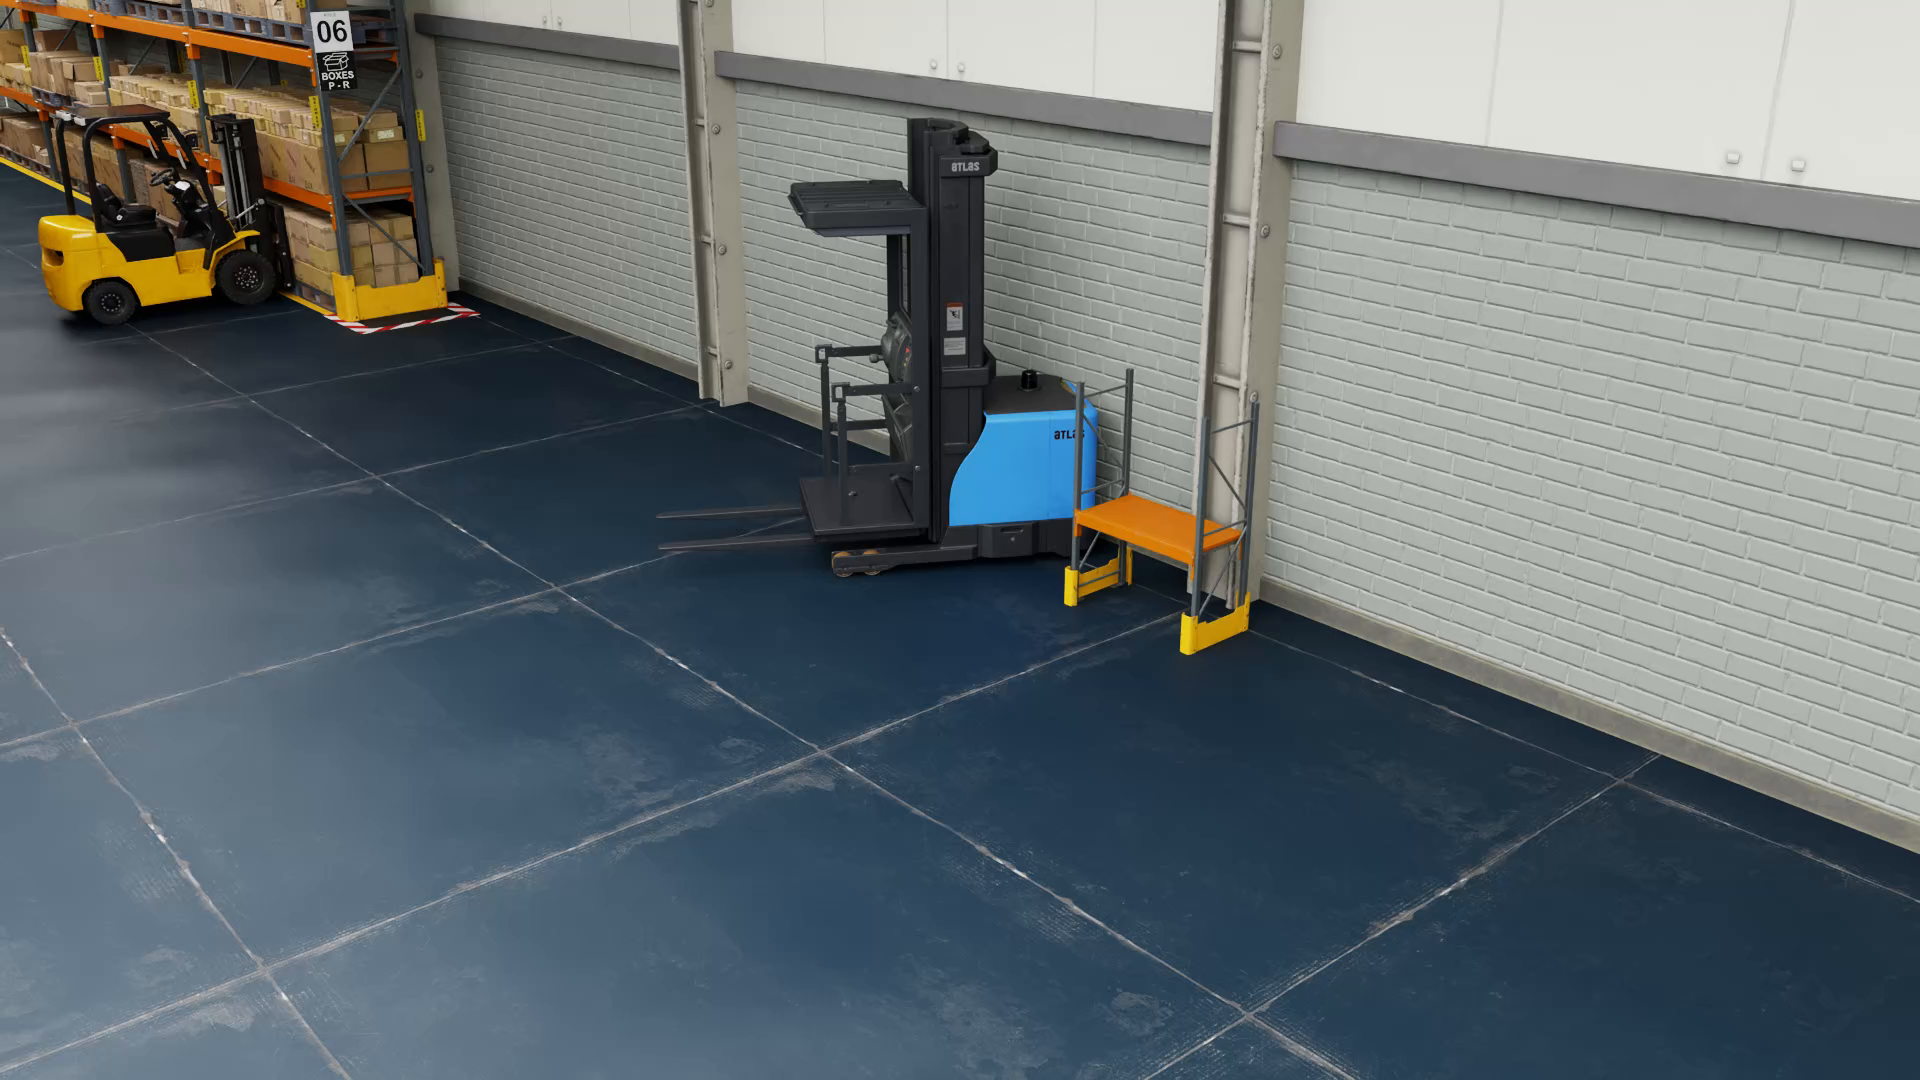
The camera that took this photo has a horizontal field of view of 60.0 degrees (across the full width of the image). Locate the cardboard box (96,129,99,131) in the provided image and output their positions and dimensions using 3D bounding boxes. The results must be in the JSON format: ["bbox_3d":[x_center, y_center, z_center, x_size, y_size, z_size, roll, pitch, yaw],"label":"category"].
[{"bbox_3d":[-13.503,-6.488,26.398,0.380,0.149,0.250,-17,27,-37],"label":"cardboard box"}]

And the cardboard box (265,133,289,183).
[{"bbox_3d":[-7.491,-4.350,18.841,0.500,0.500,0.500,-18,28,-38],"label":"cardboard box"}]

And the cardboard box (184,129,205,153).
[{"bbox_3d":[-9.443,-5.056,20.984,0.500,0.250,0.500,-17,27,-36],"label":"cardboard box"}]

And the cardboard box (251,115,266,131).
[{"bbox_3d":[-7.913,-4.814,19.137,0.380,0.149,0.250,-18,28,-38],"label":"cardboard box"}]

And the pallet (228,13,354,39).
[{"bbox_3d":[-7.547,-5.838,18.784,1.003,0.211,1.213,-17,27,-37],"label":"pallet"}]

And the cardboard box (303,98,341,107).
[{"bbox_3d":[-7.350,-5.008,19.223,0.380,0.149,0.250,-17,27,-37],"label":"cardboard box"}]

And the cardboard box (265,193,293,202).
[{"bbox_3d":[-8.178,-3.943,19.760,0.500,0.250,0.500,-16,27,-36],"label":"cardboard box"}]

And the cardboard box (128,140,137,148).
[{"bbox_3d":[-12.322,-5.993,25.134,0.380,0.149,0.250,-18,28,-39],"label":"cardboard box"}]

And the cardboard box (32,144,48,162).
[{"bbox_3d":[-14.957,-6.364,27.292,0.396,0.266,0.258,-16,27,-36],"label":"cardboard box"}]

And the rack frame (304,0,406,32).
[{"bbox_3d":[-6.305,-6.737,16.845,1.000,3.000,0.127,-17,27,-37],"label":"rack frame"}]

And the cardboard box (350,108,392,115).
[{"bbox_3d":[-6.488,-4.662,18.341,0.380,0.149,0.250,-16,27,-36],"label":"cardboard box"}]

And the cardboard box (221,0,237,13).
[{"bbox_3d":[-8.177,-6.142,18.912,0.396,0.266,0.258,-18,28,-39],"label":"cardboard box"}]

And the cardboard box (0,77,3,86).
[{"bbox_3d":[-15.939,-7.723,27.934,0.380,0.149,0.250,-18,28,-39],"label":"cardboard box"}]

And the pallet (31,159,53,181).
[{"bbox_3d":[-14.585,-6.150,27.397,1.003,0.211,1.213,-17,27,-37],"label":"pallet"}]

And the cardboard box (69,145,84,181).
[{"bbox_3d":[-13.315,-5.819,25.581,0.500,0.500,0.500,-18,28,-39],"label":"cardboard box"}]

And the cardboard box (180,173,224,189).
[{"bbox_3d":[-9.766,-4.496,22.030,0.875,0.625,0.625,-18,28,-38],"label":"cardboard box"}]

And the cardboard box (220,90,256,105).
[{"bbox_3d":[-8.680,-5.330,20.046,0.380,0.149,0.250,-17,27,-37],"label":"cardboard box"}]

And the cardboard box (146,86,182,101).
[{"bbox_3d":[-10.395,-5.839,21.753,0.380,0.149,0.250,-18,28,-39],"label":"cardboard box"}]

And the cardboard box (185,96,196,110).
[{"bbox_3d":[-9.489,-5.506,20.901,0.380,0.149,0.250,-18,28,-38],"label":"cardboard box"}]

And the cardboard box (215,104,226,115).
[{"bbox_3d":[-8.737,-5.175,20.058,0.380,0.149,0.250,-17,27,-36],"label":"cardboard box"}]

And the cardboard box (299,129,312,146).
[{"bbox_3d":[-6.933,-4.385,18.039,0.380,0.149,0.250,-17,27,-37],"label":"cardboard box"}]

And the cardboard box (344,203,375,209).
[{"bbox_3d":[-7.122,-3.780,19.345,0.500,0.250,0.500,-18,27,-38],"label":"cardboard box"}]

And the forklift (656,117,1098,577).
[{"bbox_3d":[-0.612,-1.322,11.341,3.031,2.935,1.130,-4,22,-10],"label":"forklift"}]

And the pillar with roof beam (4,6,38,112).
[{"bbox_3d":[-21.087,-11.092,27.965,9.100,9.000,0.400,-17,27,-37],"label":"pillar with roof beam"}]

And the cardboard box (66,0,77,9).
[{"bbox_3d":[-12.375,-7.703,23.631,0.500,0.250,0.500,-17,27,-37],"label":"cardboard box"}]

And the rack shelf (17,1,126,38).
[{"bbox_3d":[-12.832,-7.768,24.577,1.077,0.370,4.000,-17,27,-37],"label":"rack shelf"}]

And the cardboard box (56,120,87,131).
[{"bbox_3d":[-13.899,-6.508,26.042,0.380,0.149,0.250,-19,28,-40],"label":"cardboard box"}]

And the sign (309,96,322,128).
[{"bbox_3d":[-6.725,-4.467,17.365,0.100,0.325,0.005,-17,27,-37],"label":"sign"}]

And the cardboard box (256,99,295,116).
[{"bbox_3d":[-7.855,-4.975,19.139,0.380,0.149,0.250,-17,27,-37],"label":"cardboard box"}]

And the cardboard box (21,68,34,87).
[{"bbox_3d":[-14.655,-7.410,26.588,0.500,0.250,0.500,-17,27,-36],"label":"cardboard box"}]

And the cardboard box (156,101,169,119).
[{"bbox_3d":[-10.101,-5.569,21.610,0.500,0.250,0.500,-17,27,-36],"label":"cardboard box"}]

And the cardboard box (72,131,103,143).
[{"bbox_3d":[-13.501,-6.231,25.742,0.380,0.149,0.250,-18,28,-38],"label":"cardboard box"}]

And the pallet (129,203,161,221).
[{"bbox_3d":[-11.019,-4.619,23.486,1.003,0.211,1.213,-17,27,-37],"label":"pallet"}]

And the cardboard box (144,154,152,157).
[{"bbox_3d":[-11.895,-5.509,24.787,0.500,0.500,0.500,-17,27,-37],"label":"cardboard box"}]

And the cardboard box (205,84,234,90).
[{"bbox_3d":[-9.775,-5.910,21.934,0.380,0.149,0.250,-18,27,-38],"label":"cardboard box"}]

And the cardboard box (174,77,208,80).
[{"bbox_3d":[-10.570,-6.278,22.872,0.380,0.149,0.250,-18,28,-38],"label":"cardboard box"}]

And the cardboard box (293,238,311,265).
[{"bbox_3d":[-7.179,-3.293,18.786,0.500,0.250,0.500,-18,28,-38],"label":"cardboard box"}]

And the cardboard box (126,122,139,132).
[{"bbox_3d":[-11.098,-5.763,22.790,0.500,0.250,0.500,-18,28,-39],"label":"cardboard box"}]

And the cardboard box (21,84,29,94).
[{"bbox_3d":[-14.912,-7.303,26.860,0.380,0.149,0.250,-17,27,-36],"label":"cardboard box"}]

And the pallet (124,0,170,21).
[{"bbox_3d":[-10.284,-6.988,21.858,1.003,0.211,1.213,-16,26,-35],"label":"pallet"}]

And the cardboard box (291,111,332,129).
[{"bbox_3d":[-7.074,-4.606,18.196,0.380,0.149,0.250,-17,27,-36],"label":"cardboard box"}]

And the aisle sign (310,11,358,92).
[{"bbox_3d":[-6.485,-5.066,17.240,0.394,0.787,0.004,-17,27,-37],"label":"aisle sign"}]

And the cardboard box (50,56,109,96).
[{"bbox_3d":[-13.141,-6.954,24.913,0.700,0.500,0.500,-18,27,-38],"label":"cardboard box"}]

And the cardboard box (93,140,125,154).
[{"bbox_3d":[-12.682,-5.867,24.813,0.380,0.149,0.250,-18,28,-38],"label":"cardboard box"}]

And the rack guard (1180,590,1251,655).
[{"bbox_3d":[1.590,0.508,10.345,0.587,0.250,0.087,-18,28,-39],"label":"rack guard"}]

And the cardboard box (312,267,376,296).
[{"bbox_3d":[-6.851,-2.913,18.503,0.500,0.250,0.500,-17,27,-37],"label":"cardboard box"}]

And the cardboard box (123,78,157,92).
[{"bbox_3d":[-11.180,-6.206,22.689,0.380,0.149,0.250,-17,27,-36],"label":"cardboard box"}]

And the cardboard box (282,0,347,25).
[{"bbox_3d":[-6.778,-5.693,17.443,0.500,0.500,0.500,-16,27,-36],"label":"cardboard box"}]

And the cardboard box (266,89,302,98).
[{"bbox_3d":[-8.163,-5.370,20.148,0.380,0.149,0.250,-18,28,-38],"label":"cardboard box"}]

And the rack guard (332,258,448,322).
[{"bbox_3d":[-6.289,-2.773,18.378,1.175,0.500,0.348,-17,27,-37],"label":"rack guard"}]

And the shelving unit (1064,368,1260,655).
[{"bbox_3d":[1.256,-0.209,10.461,0.587,1.500,1.083,-18,28,-39],"label":"shelving unit"}]

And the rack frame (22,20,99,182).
[{"bbox_3d":[-14.138,-7.259,26.404,1.000,3.000,0.127,-17,27,-37],"label":"rack frame"}]
